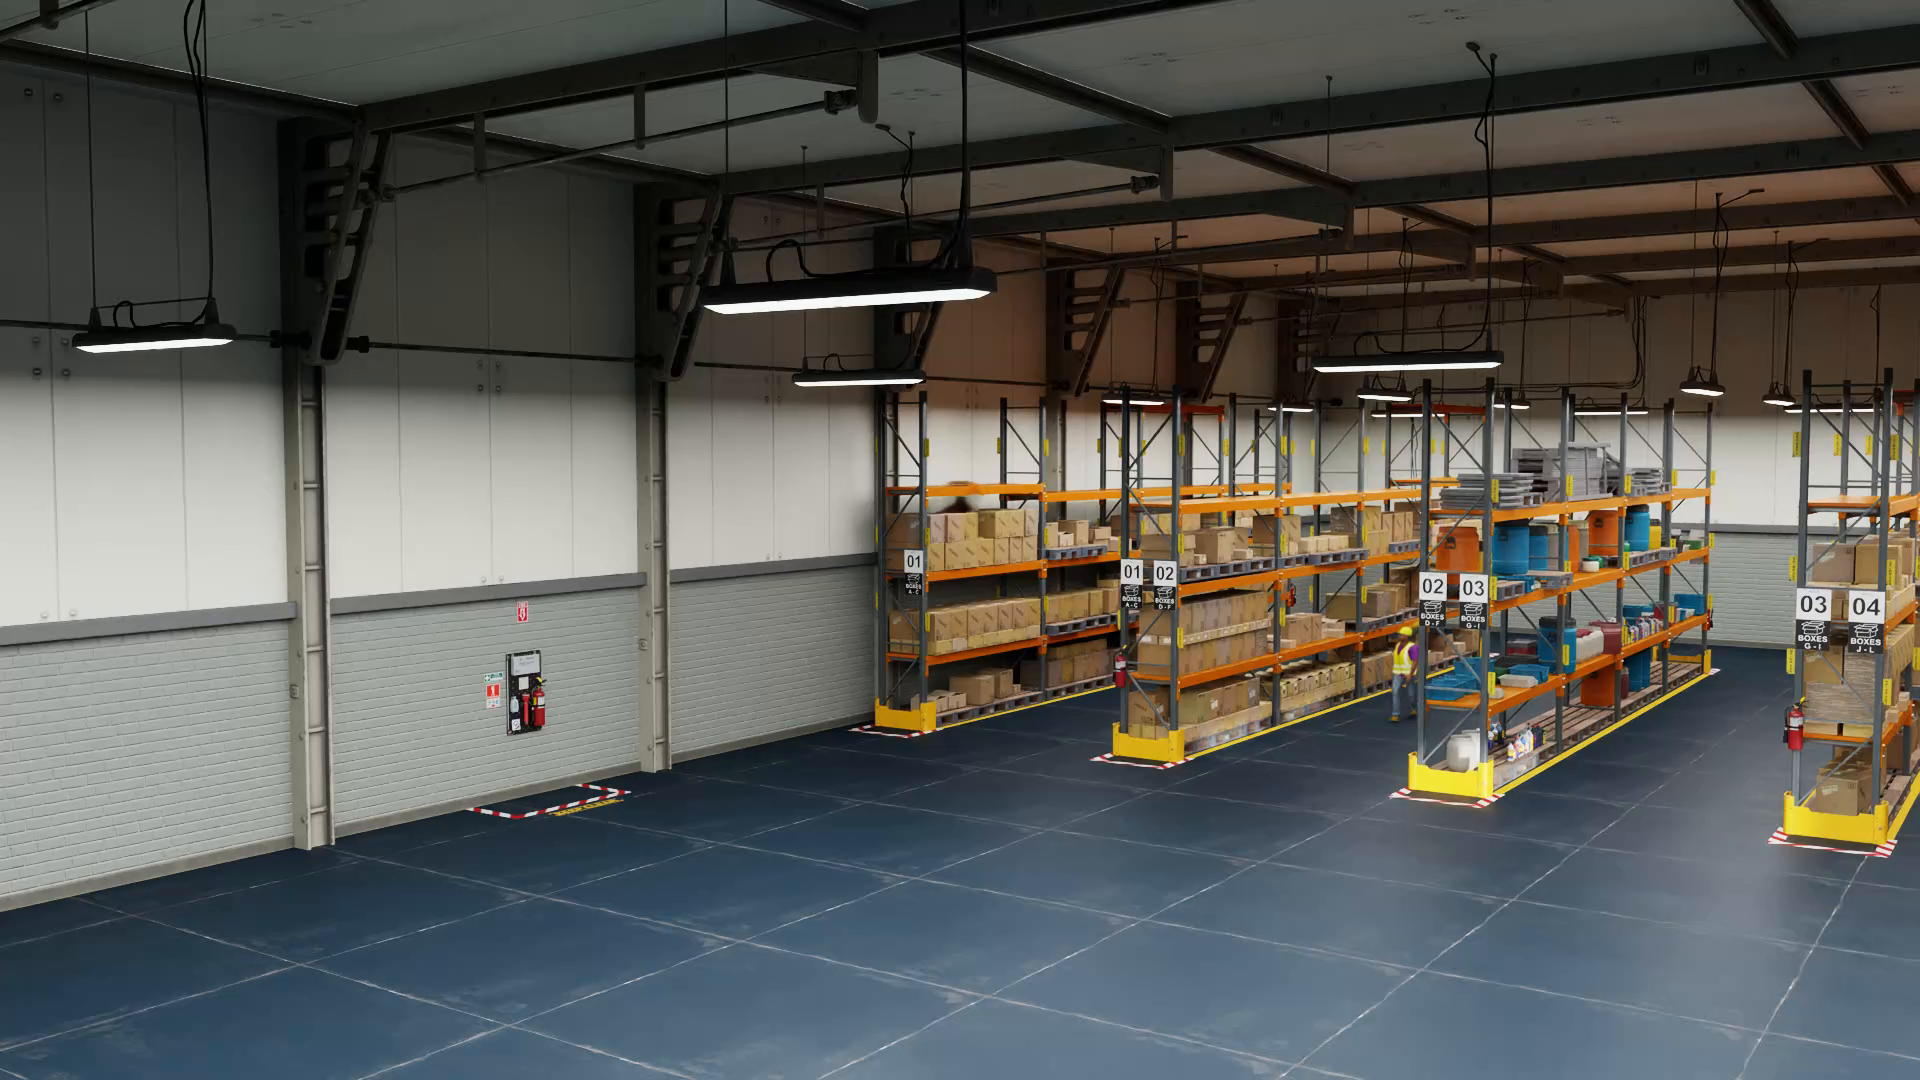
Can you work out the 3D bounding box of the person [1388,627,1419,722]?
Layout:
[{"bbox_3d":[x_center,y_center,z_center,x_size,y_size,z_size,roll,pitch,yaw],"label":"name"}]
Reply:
[{"bbox_3d":[8.158,2.459,30.456,0.512,1.725,1.080,2,4,30],"label":"person"}]
